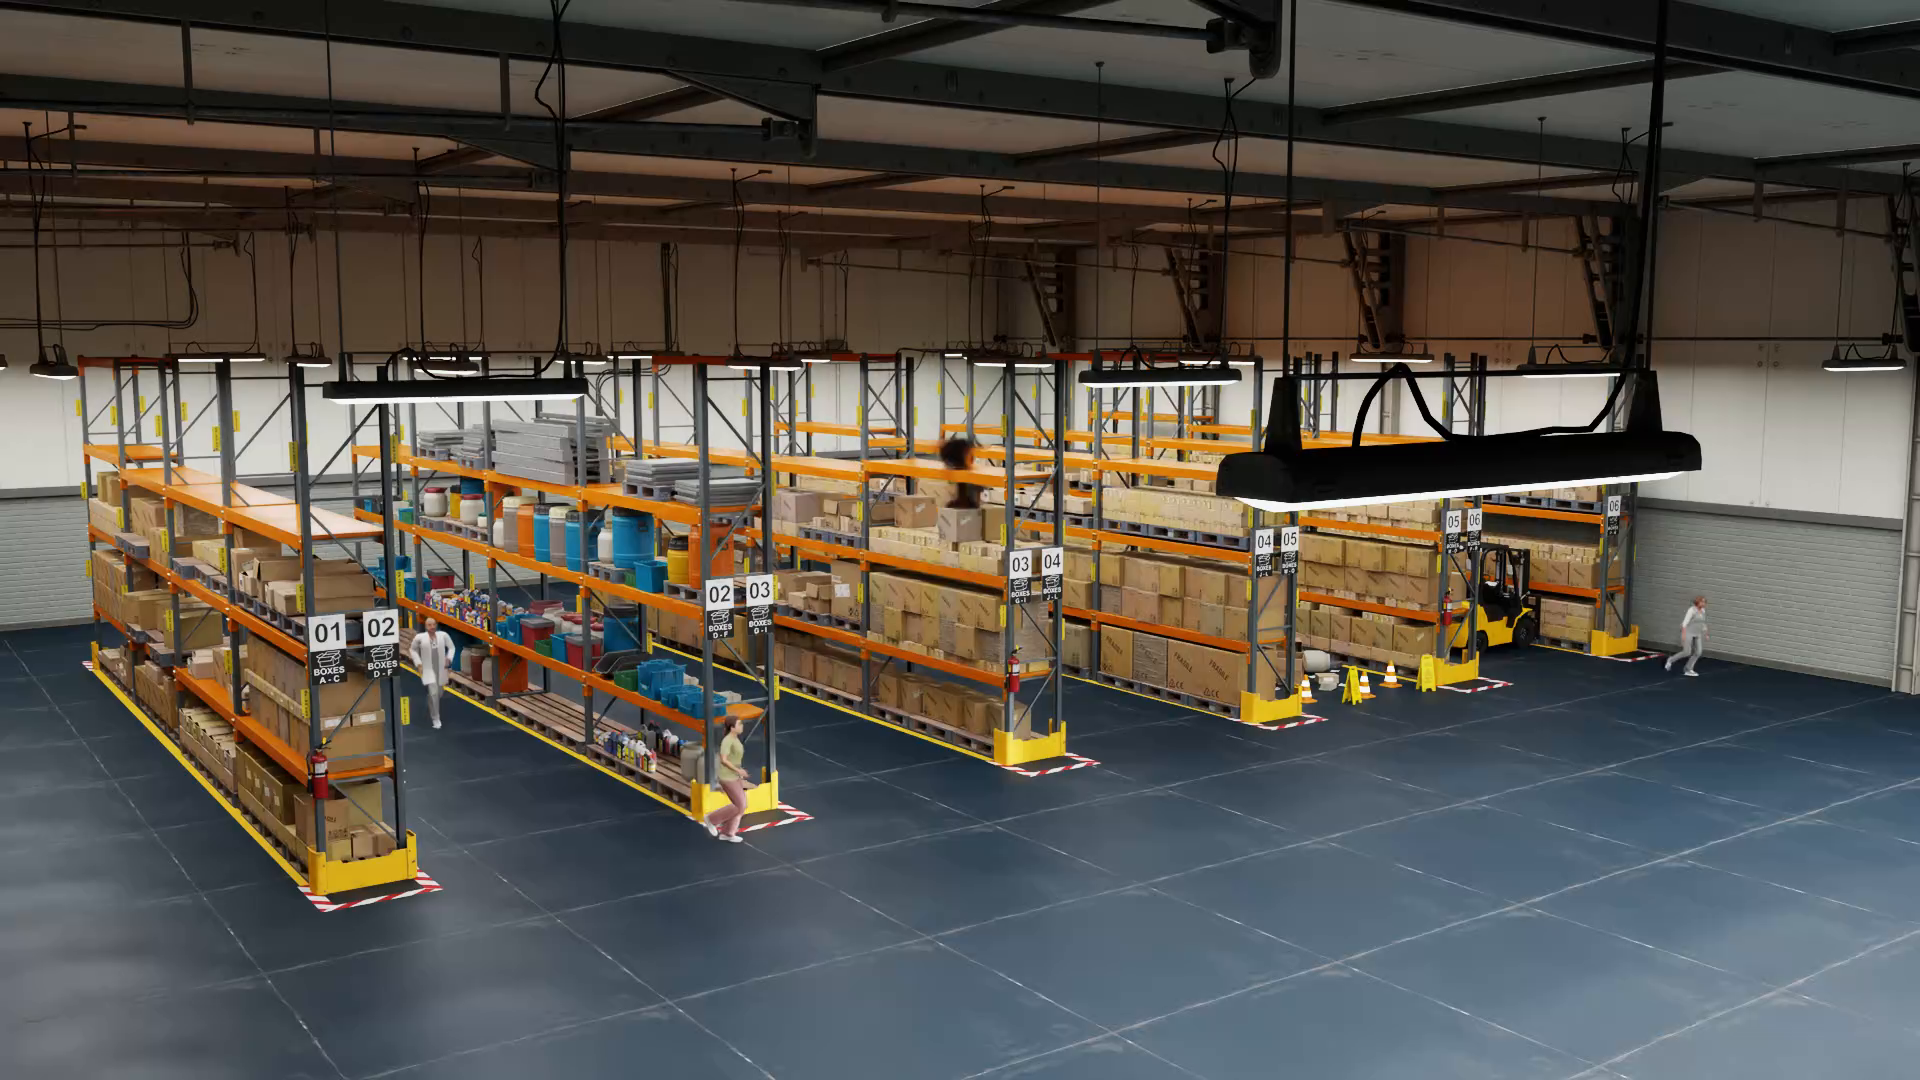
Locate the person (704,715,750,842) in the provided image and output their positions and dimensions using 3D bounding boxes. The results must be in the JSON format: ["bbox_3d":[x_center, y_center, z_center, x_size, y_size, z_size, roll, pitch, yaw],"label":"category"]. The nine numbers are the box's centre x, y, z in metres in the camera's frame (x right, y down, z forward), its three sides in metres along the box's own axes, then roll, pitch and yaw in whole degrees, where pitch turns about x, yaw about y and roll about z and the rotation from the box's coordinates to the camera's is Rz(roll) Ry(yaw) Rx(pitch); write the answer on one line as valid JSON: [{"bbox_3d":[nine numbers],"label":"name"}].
[{"bbox_3d":[-2.914,3.007,20.917,0.616,1.618,0.615,0,7,2],"label":"person"}]

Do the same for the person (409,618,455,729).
[{"bbox_3d":[-8.670,2.151,27.355,0.713,1.806,0.878,-4,8,-28],"label":"person"}]

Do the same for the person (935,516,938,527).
[{"bbox_3d":[-0.560,0.107,44.476,0.838,1.705,0.603,-5,9,-38],"label":"person"}]

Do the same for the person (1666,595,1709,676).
[{"bbox_3d":[13.678,1.781,31.271,0.614,1.537,0.584,-3,8,-26],"label":"person"}]
